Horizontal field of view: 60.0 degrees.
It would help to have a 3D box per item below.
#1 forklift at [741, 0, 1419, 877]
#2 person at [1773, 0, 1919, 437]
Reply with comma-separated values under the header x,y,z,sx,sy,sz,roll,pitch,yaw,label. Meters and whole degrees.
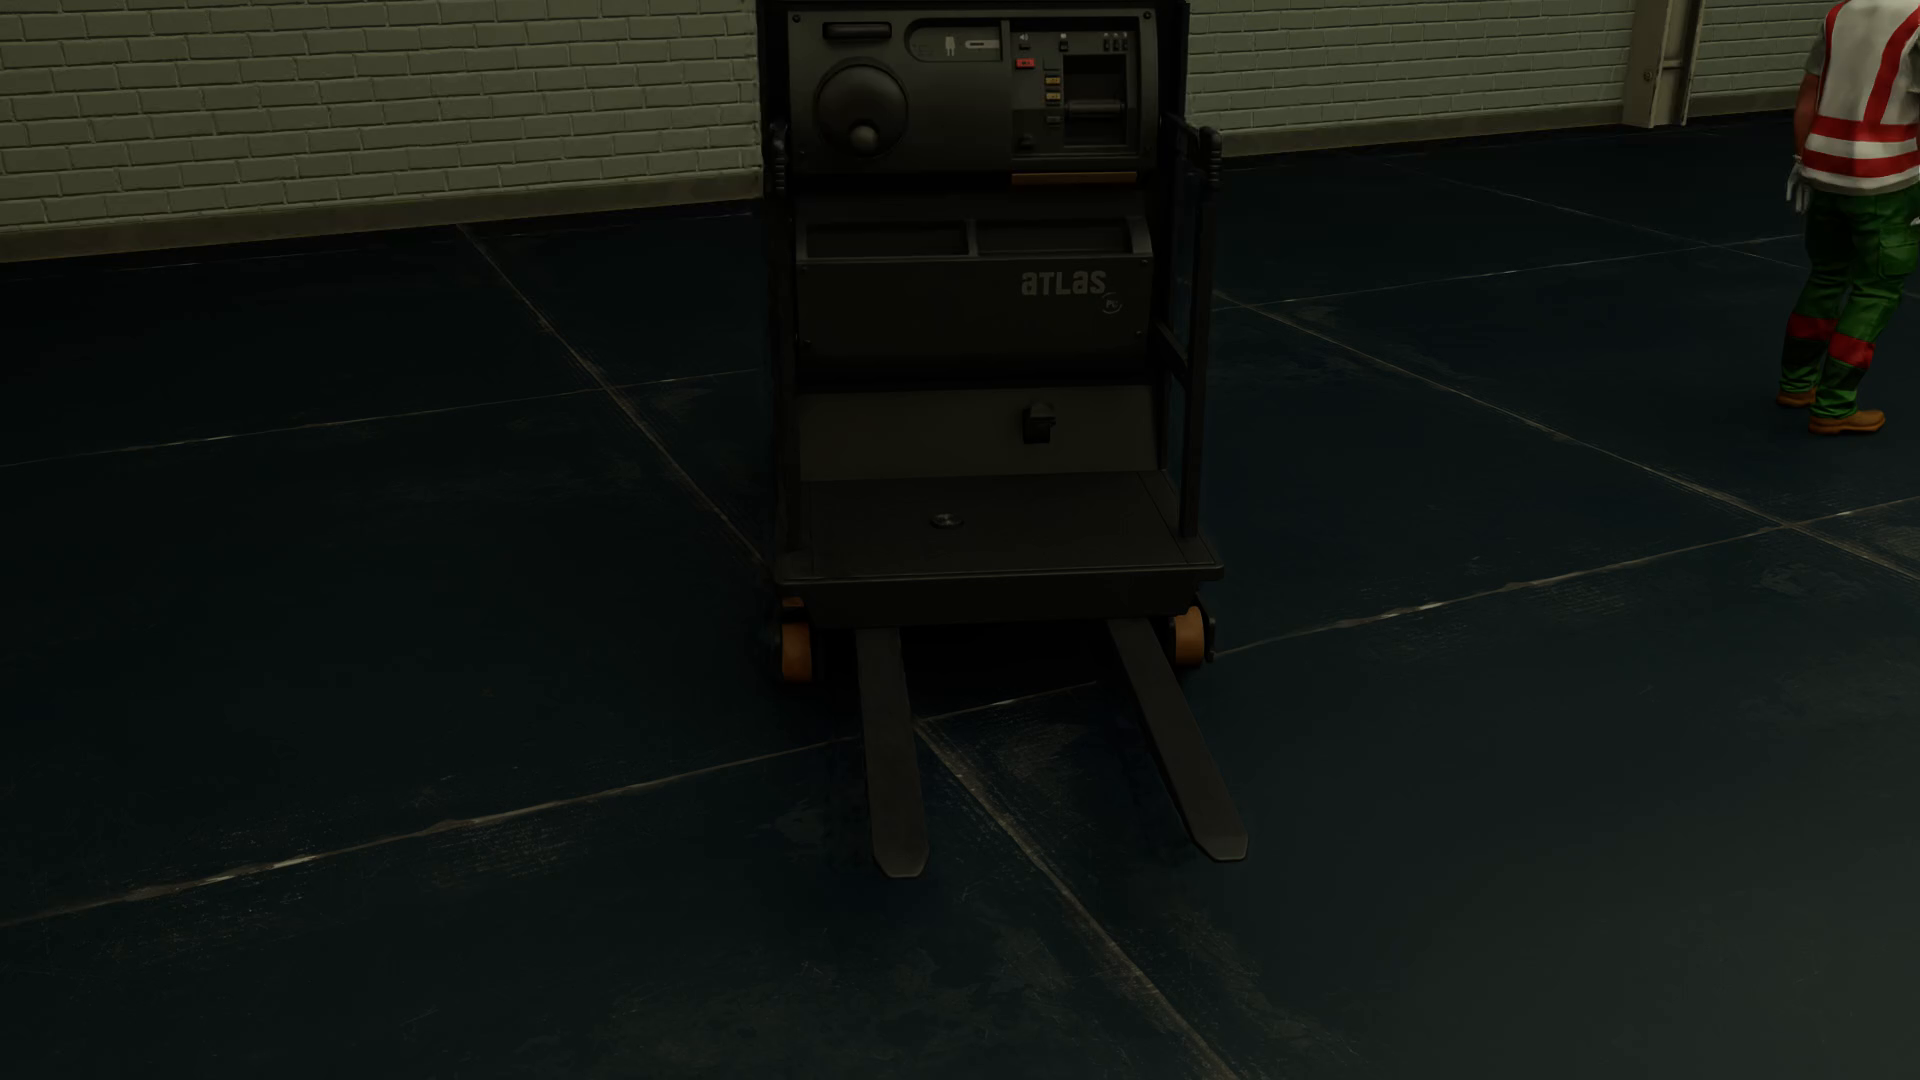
x,y,z,sx,sy,sz,roll,pitch,yaw,label
0.166,-1.128,4.002,1.130,2.935,3.031,-6,23,-14,forklift
3.215,-1.271,5.859,0.437,1.781,0.609,-8,24,-18,person
